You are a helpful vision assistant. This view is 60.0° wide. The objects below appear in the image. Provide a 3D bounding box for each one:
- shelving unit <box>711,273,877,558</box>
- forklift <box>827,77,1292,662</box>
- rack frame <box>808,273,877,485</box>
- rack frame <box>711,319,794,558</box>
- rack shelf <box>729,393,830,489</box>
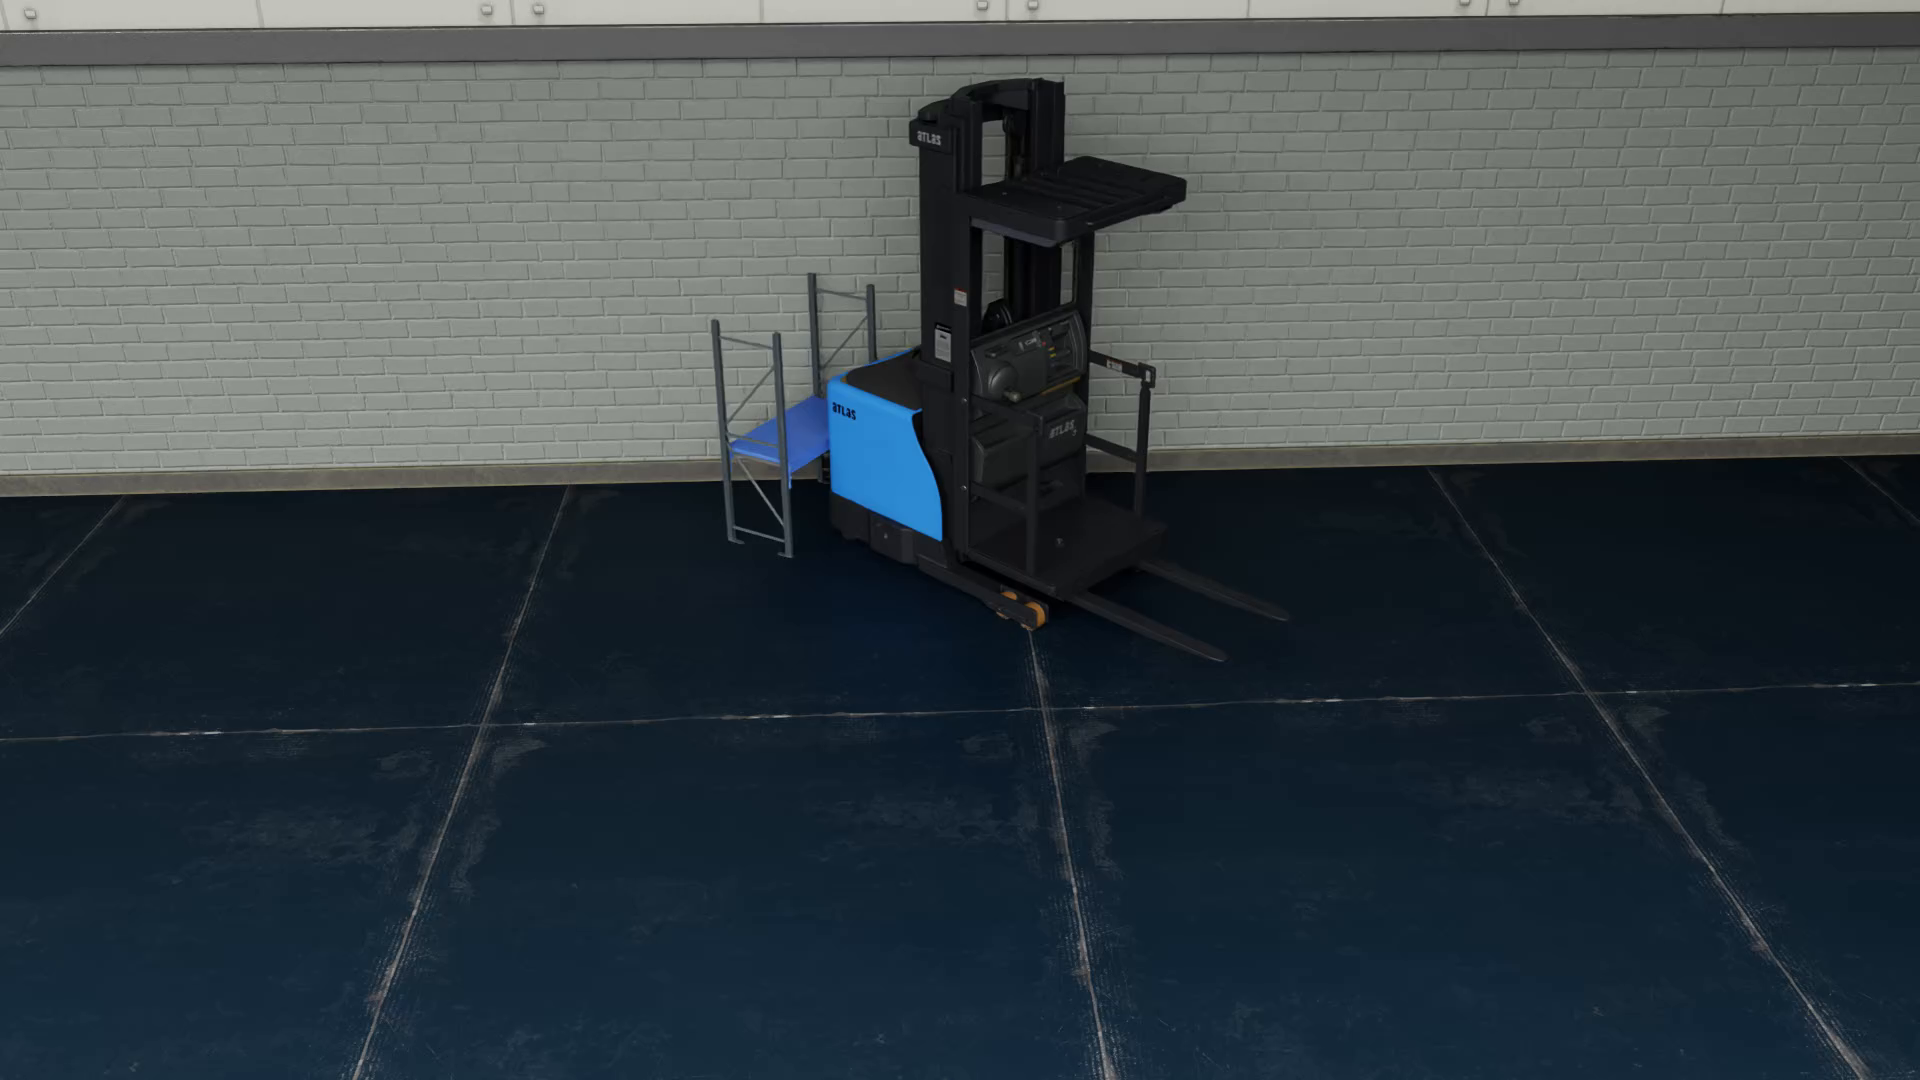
[{"bbox_3d":[-1.024,-0.815,10.687,0.538,1.500,1.048,15,31,27],"label":"shelving unit"},{"bbox_3d":[0.564,-1.041,9.576,3.031,2.935,1.130,24,36,38],"label":"forklift"},{"bbox_3d":[-0.766,-1.017,11.075,0.500,1.500,0.032,15,31,27],"label":"rack frame"},{"bbox_3d":[-1.281,-0.612,10.298,0.500,1.500,0.032,15,31,27],"label":"rack frame"},{"bbox_3d":[-1.023,-0.655,10.770,0.538,0.185,1.000,15,31,27],"label":"rack shelf"}]
